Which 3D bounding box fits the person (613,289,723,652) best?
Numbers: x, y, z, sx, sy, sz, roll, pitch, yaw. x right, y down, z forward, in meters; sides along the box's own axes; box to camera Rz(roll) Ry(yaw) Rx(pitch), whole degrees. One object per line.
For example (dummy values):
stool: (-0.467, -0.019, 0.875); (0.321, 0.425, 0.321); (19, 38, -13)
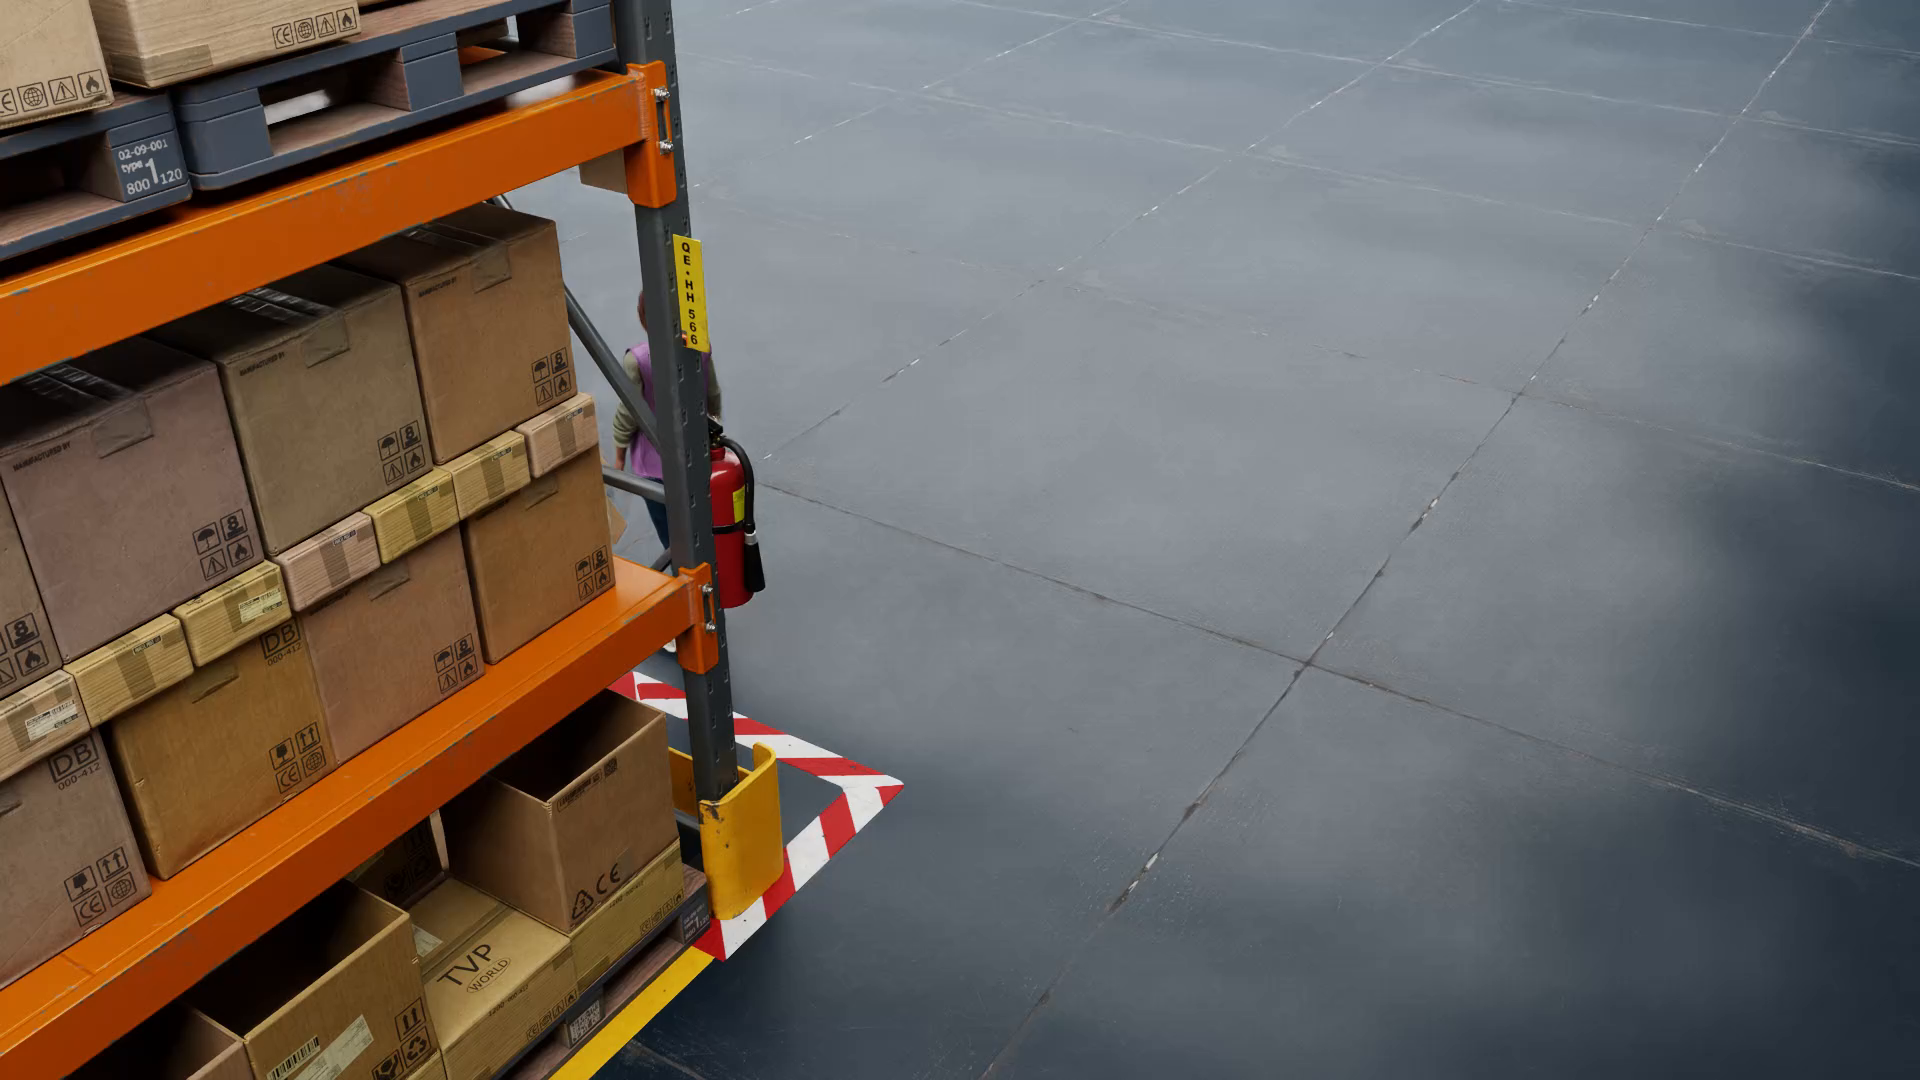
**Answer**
person: (-1.140, -0.325, 6.674); (0.510, 1.595, 0.550); (-24, 38, -34)
